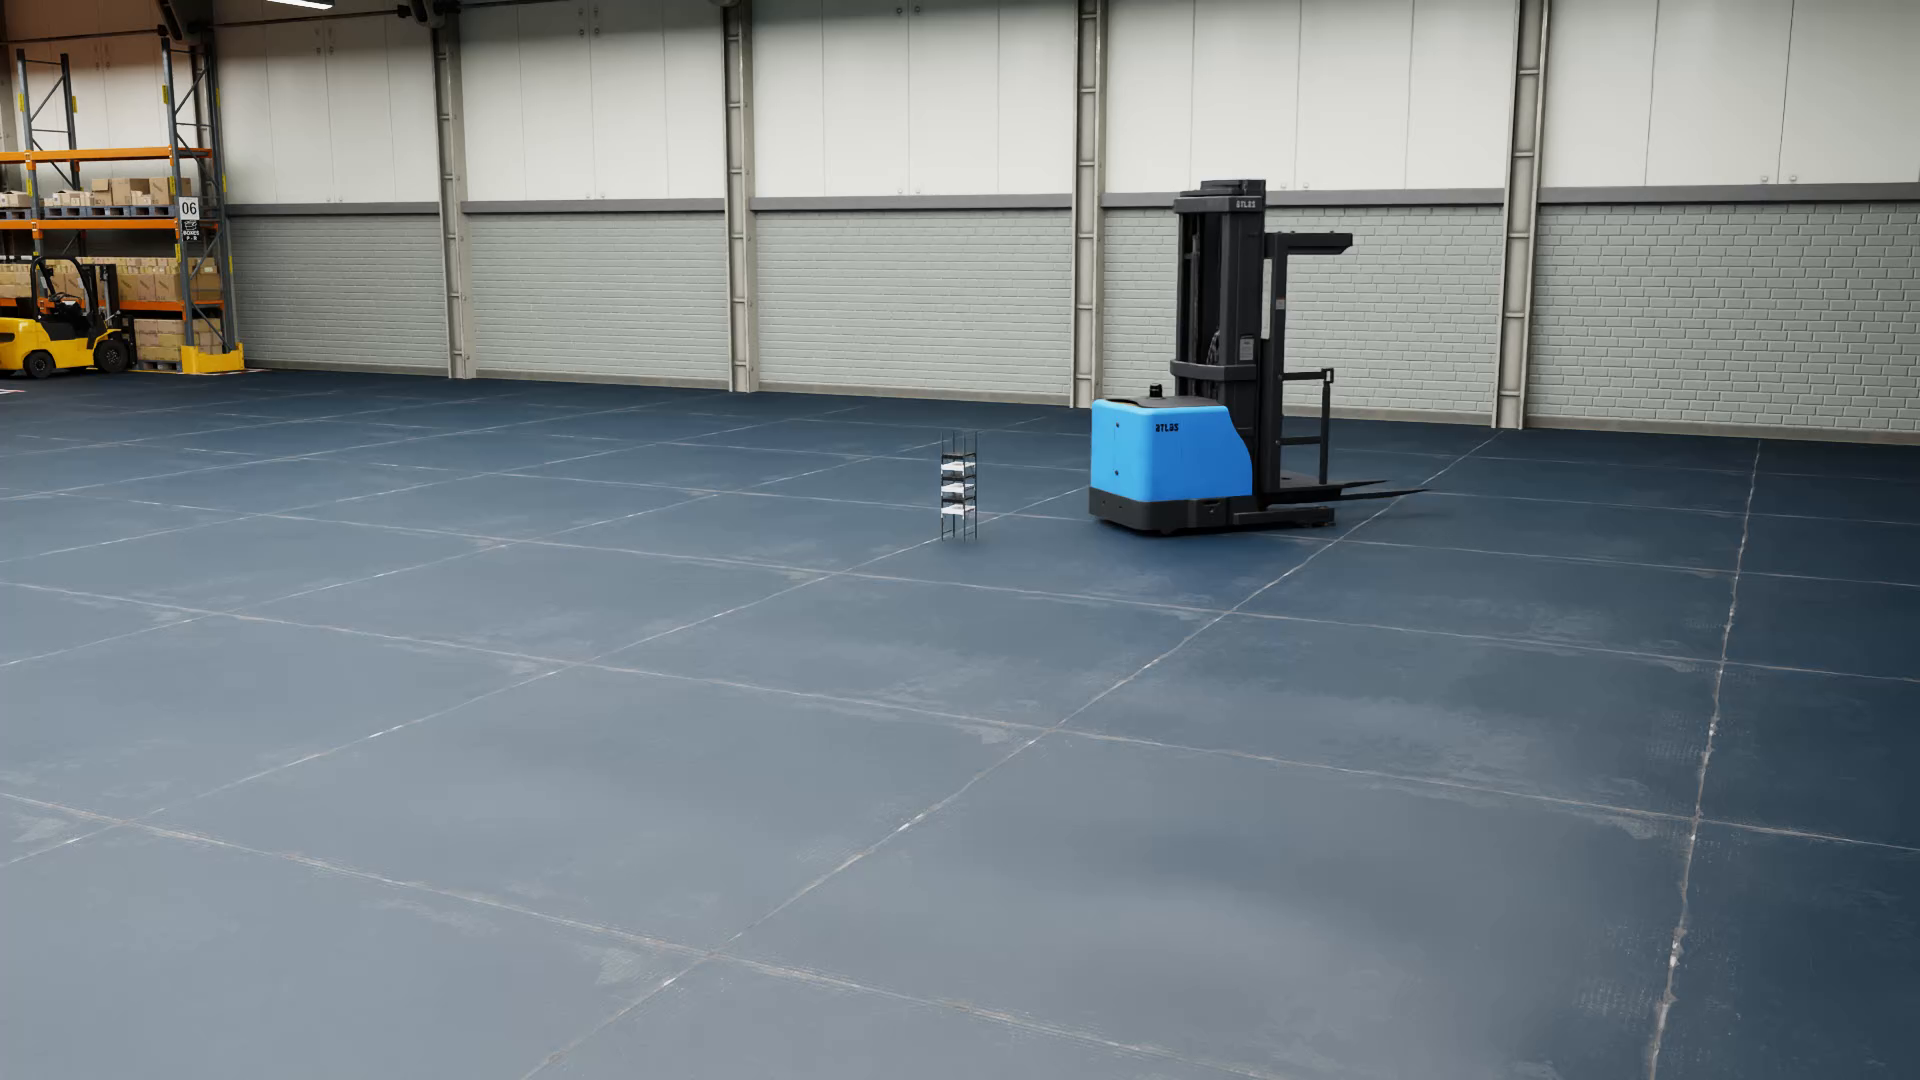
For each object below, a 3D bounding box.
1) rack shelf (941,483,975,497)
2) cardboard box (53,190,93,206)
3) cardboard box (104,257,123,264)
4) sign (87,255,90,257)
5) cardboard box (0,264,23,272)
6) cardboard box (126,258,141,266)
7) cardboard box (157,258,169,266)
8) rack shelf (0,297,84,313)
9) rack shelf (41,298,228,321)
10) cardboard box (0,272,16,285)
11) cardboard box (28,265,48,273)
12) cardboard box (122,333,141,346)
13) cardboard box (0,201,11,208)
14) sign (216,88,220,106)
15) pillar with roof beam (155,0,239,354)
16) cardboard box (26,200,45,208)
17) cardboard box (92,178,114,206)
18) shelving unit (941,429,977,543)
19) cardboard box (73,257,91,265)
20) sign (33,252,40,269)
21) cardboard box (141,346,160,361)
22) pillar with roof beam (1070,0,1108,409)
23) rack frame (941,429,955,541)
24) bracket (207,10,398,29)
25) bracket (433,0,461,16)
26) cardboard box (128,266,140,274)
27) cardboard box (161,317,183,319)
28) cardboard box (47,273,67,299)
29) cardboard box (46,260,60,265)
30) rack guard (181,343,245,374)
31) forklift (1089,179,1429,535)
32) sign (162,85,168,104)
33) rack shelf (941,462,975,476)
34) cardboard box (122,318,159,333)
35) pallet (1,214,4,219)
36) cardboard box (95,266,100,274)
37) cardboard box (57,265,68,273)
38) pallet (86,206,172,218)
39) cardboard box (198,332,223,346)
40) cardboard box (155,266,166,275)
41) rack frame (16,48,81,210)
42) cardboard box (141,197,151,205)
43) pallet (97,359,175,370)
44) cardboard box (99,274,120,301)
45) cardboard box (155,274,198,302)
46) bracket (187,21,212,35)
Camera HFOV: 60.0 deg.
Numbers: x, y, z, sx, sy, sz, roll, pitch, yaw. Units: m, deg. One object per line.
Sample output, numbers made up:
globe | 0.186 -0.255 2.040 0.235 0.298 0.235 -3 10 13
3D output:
rack shelf | -0.007 -0.411 13.660 0.200 0.077 0.258 5 11 26
cardboard box | -17.006 -6.554 31.890 0.500 0.311 0.500 5 12 27
cardboard box | -16.067 -5.307 31.695 0.250 0.149 0.380 5 11 26
sign | -17.400 -5.524 33.179 0.005 0.325 0.100 5 11 26
cardboard box | -18.779 -5.375 32.906 0.250 0.149 0.380 5 11 24
cardboard box | -15.426 -5.230 31.267 0.250 0.149 0.380 5 12 27
cardboard box | -14.706 -5.179 30.988 0.250 0.149 0.380 5 11 26
rack shelf | -19.437 -4.774 33.707 4.000 0.370 1.077 5 11 26
rack shelf | -15.850 -4.459 31.966 4.000 0.370 1.077 5 11 26
cardboard box | -18.662 -5.180 32.947 0.500 0.250 0.500 5 11 24
cardboard box | -18.048 -5.331 32.659 0.250 0.149 0.380 5 12 28
cardboard box | -15.549 -3.822 31.564 0.500 0.250 0.500 5 11 25
cardboard box | -18.764 -6.617 32.692 0.250 0.149 0.380 5 11 26
sign | -13.806 -8.233 30.887 0.005 0.325 0.100 5 11 26
pillar with roof beam | -16.187 -7.119 27.796 0.548 9.000 9.100 5 11 26
cardboard box | -18.318 -6.677 33.024 0.250 0.149 0.380 5 11 26
cardboard box | -15.943 -6.583 31.509 0.637 0.503 0.797 5 12 28
shelving unit | -0.007 -0.443 13.654 0.210 0.900 0.258 5 11 26
cardboard box | -16.797 -5.351 31.939 0.250 0.149 0.380 5 12 27
sign | -17.875 -5.414 32.193 0.005 0.325 0.100 5 11 26
cardboard box | -15.060 -3.536 31.389 0.500 0.250 0.500 5 11 26
pillar with roof beam | -0.045 -5.700 19.959 0.400 9.000 9.100 5 11 26
rack frame | -0.098 -0.451 13.698 0.006 0.900 0.240 5 11 26
bracket | -11.741 -9.284 29.652 4.783 0.066 0.076 5 11 26
bracket | -8.686 -9.015 28.168 0.430 0.232 0.235 5 11 26
cardboard box | -15.417 -5.087 31.313 0.250 0.149 0.380 5 11 24
cardboard box | -14.854 -4.108 31.740 0.500 0.250 0.500 5 11 26
cardboard box | -17.361 -4.943 32.340 0.500 0.500 0.500 5 11 24
cardboard box | -17.489 -5.413 32.279 0.250 0.149 0.380 5 12 27
rack guard | -14.035 -3.424 31.243 0.348 0.500 1.175 5 11 26
forklift | 2.703 -1.632 14.517 3.031 2.935 1.130 -4 11 -22
sign | -14.310 -8.021 29.934 0.005 0.325 0.100 5 11 26
rack shelf | -0.007 -0.588 13.627 0.200 0.077 0.258 5 11 26
cardboard box | -15.525 -4.065 31.503 0.500 0.250 0.500 5 11 27
pallet | -19.579 -6.542 33.563 1.213 0.211 1.003 6 12 28
cardboard box | -16.339 -5.167 31.752 0.250 0.149 0.380 5 11 24
cardboard box | -17.241 -5.252 32.224 0.250 0.149 0.380 5 12 27
pallet | -15.777 -6.244 31.632 1.213 0.211 1.003 5 11 26
cardboard box | -14.386 -3.825 31.582 0.500 0.250 0.500 5 12 27
cardboard box | -14.734 -5.022 30.953 0.250 0.149 0.380 5 12 27
rack frame | -17.644 -7.923 32.238 0.127 3.000 1.000 5 11 26
cardboard box | -14.934 -6.281 30.833 0.250 0.149 0.380 5 11 24
pallet | -15.851 -3.433 32.108 1.213 0.211 1.003 5 11 26
cardboard box | -15.991 -4.822 31.671 0.500 0.500 0.500 5 11 26
cardboard box | -14.614 -4.702 31.005 0.500 0.500 0.500 5 11 25
bracket | -14.067 -9.488 30.781 0.430 0.232 0.235 5 11 26
